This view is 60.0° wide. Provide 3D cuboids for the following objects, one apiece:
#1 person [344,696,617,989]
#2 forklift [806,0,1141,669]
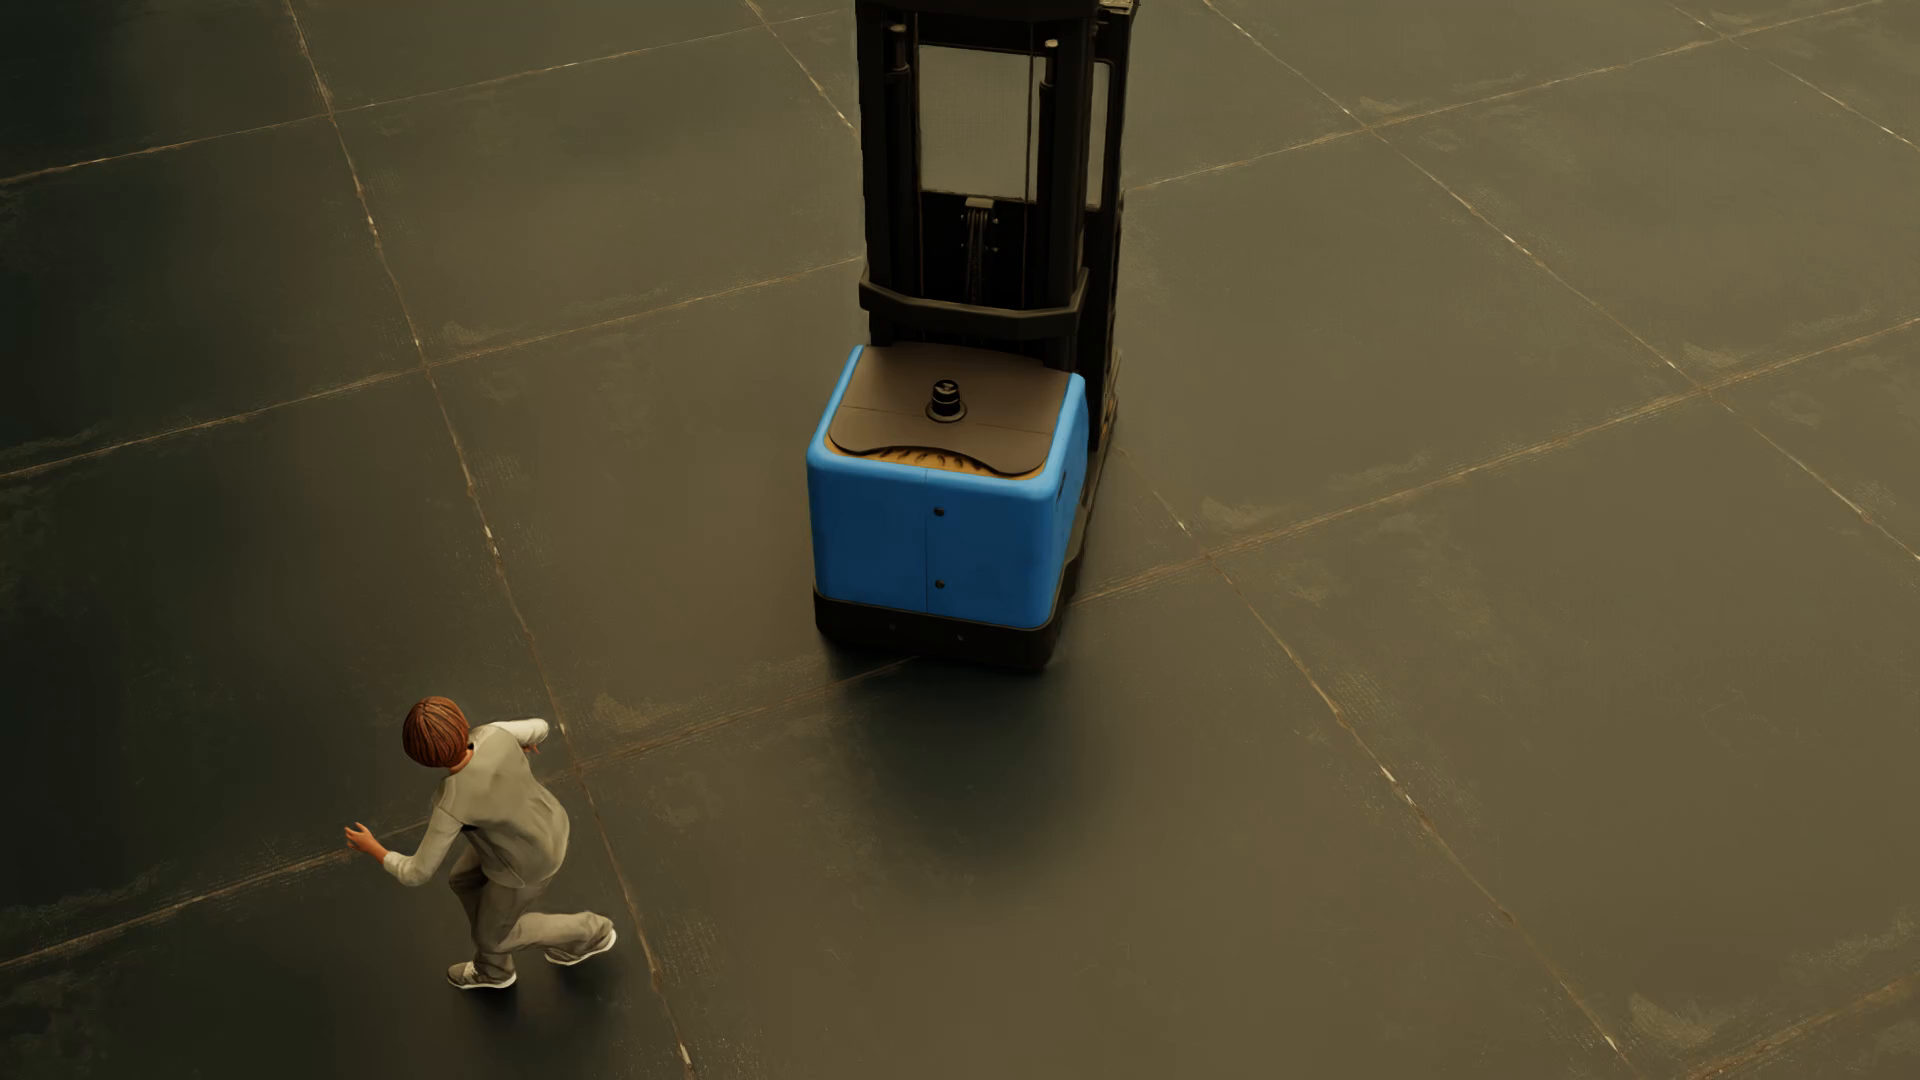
[{"bbox_3d":[-1.644,0.993,5.701,0.775,1.474,0.744,1,43,1],"label":"person"},{"bbox_3d":[0.184,-1.535,7.325,1.130,2.935,3.031,9,44,9],"label":"forklift"}]
